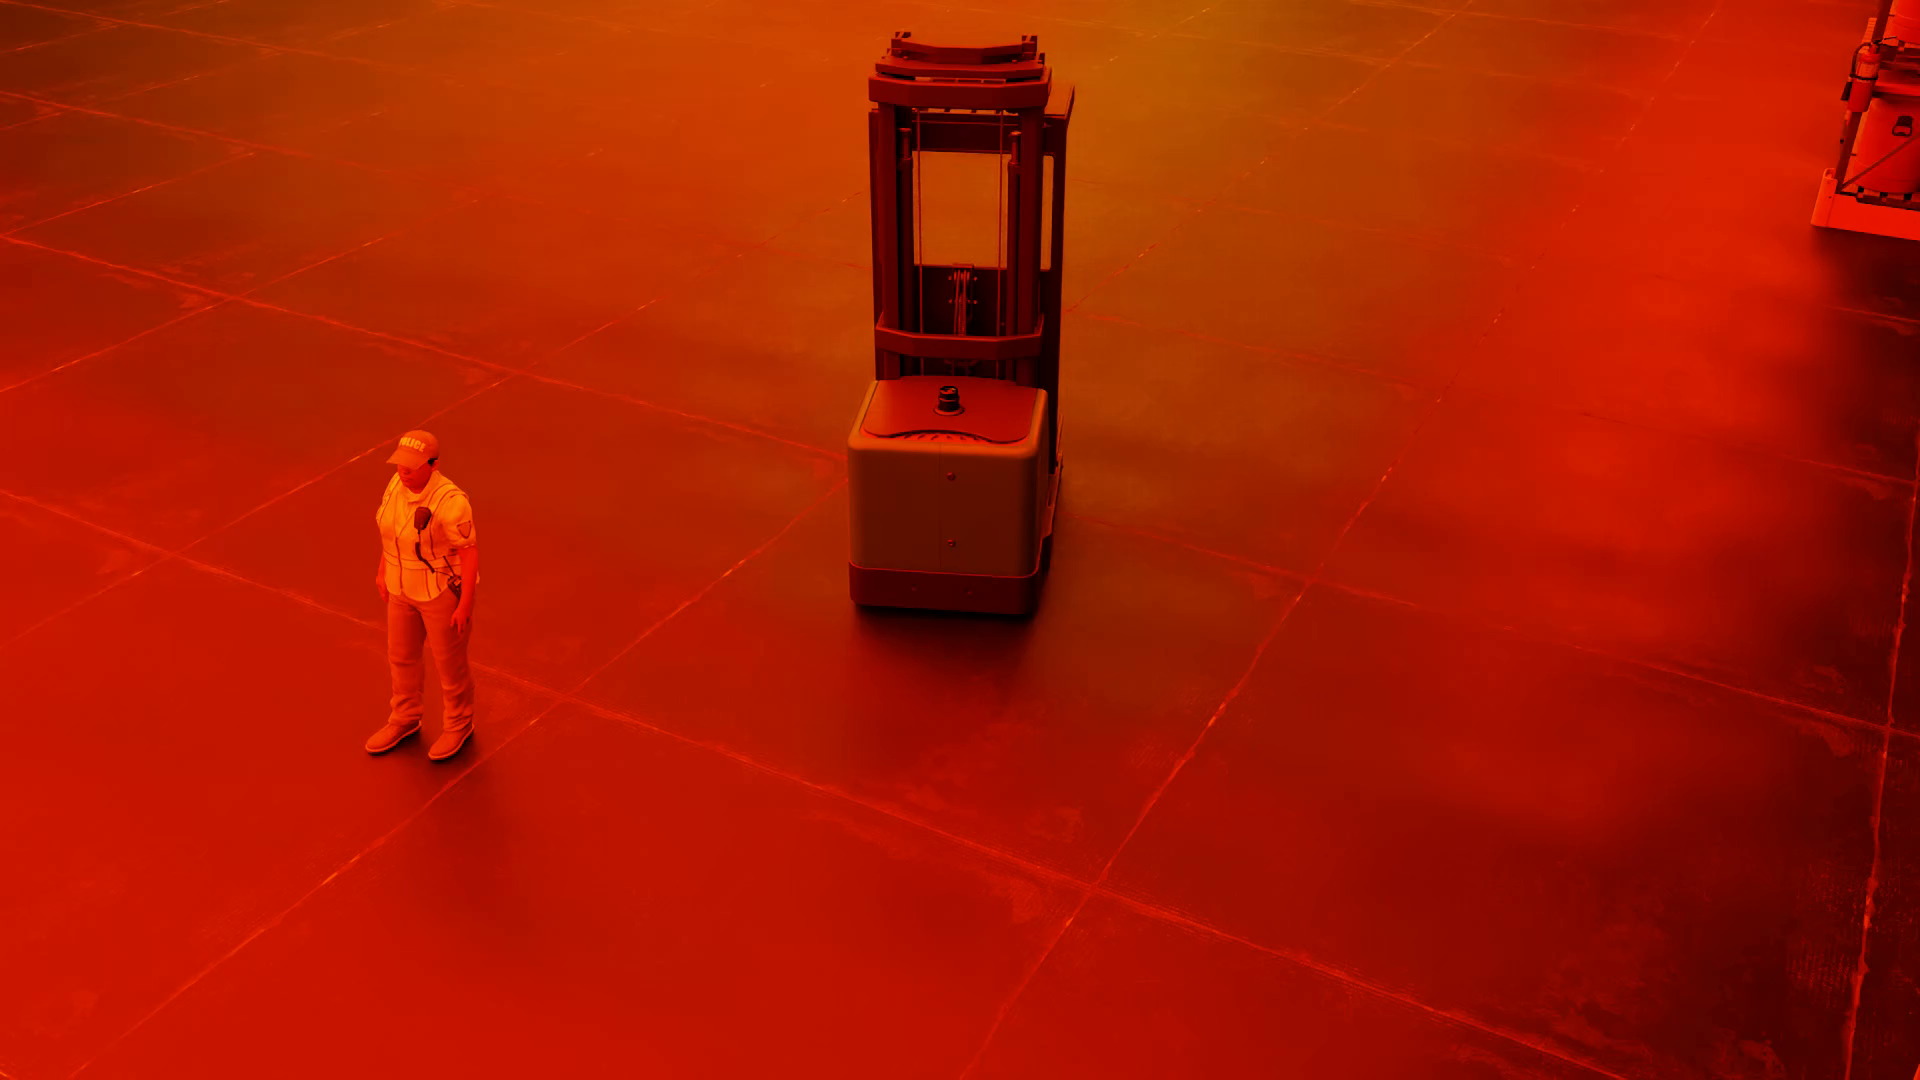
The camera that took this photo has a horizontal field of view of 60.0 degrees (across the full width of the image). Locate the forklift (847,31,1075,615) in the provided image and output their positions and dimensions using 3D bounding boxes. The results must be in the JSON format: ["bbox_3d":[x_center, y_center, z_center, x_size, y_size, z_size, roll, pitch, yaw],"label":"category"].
[{"bbox_3d":[0.072,-1.572,9.794,1.130,2.935,3.031,3,30,6],"label":"forklift"}]

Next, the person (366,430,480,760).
[{"bbox_3d":[-2.565,0.272,7.850,0.598,1.670,0.529,16,33,25],"label":"person"}]
